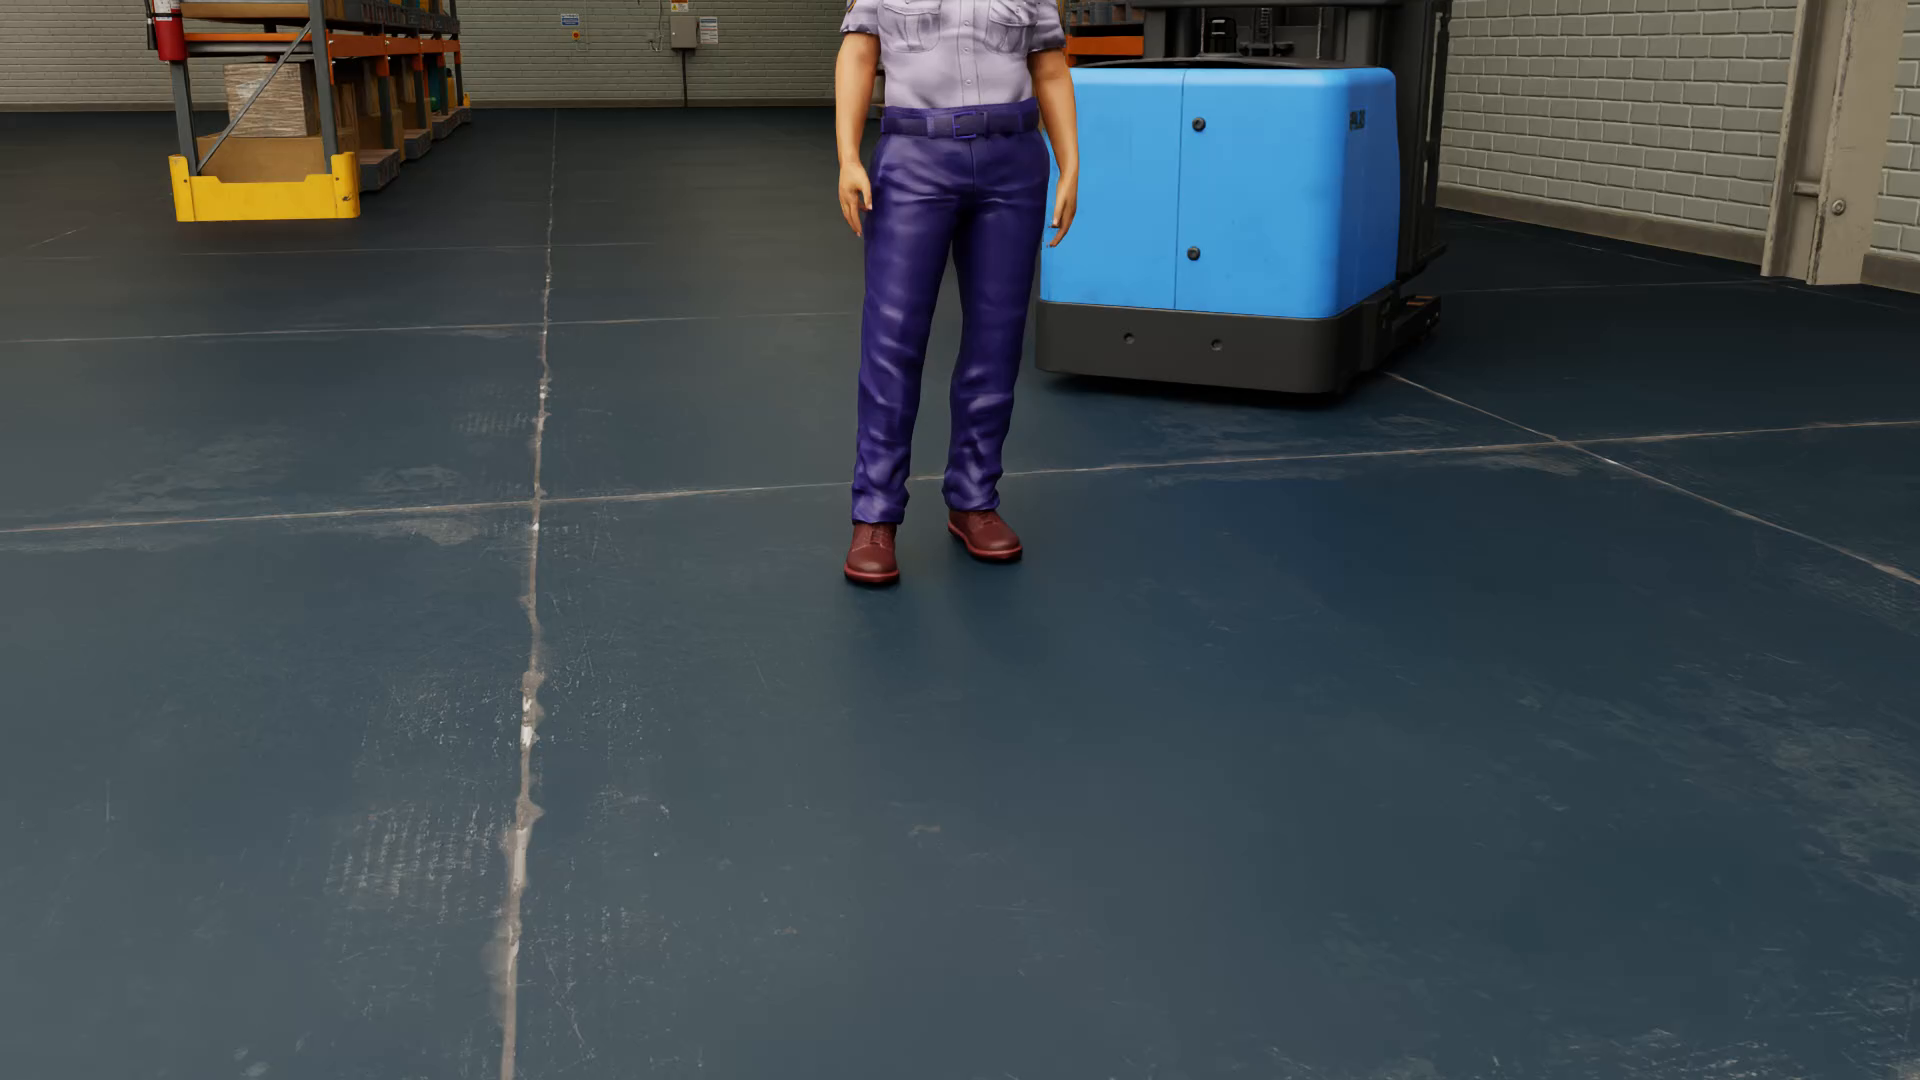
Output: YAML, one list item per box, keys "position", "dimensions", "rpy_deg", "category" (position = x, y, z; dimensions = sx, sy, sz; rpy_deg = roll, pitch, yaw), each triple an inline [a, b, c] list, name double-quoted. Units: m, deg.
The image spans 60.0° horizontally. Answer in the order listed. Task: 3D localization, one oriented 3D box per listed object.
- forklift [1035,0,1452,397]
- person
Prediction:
- position: [1.346, -2.249, 6.443]
  dimensions: [1.130, 2.935, 3.031]
  rpy_deg: [8, 18, 24]
  category: "forklift"
- position: [-0.002, -0.771, 3.691]
  dimensions: [0.599, 1.650, 0.503]
  rpy_deg: [-4, 17, -12]
  category: "person"
